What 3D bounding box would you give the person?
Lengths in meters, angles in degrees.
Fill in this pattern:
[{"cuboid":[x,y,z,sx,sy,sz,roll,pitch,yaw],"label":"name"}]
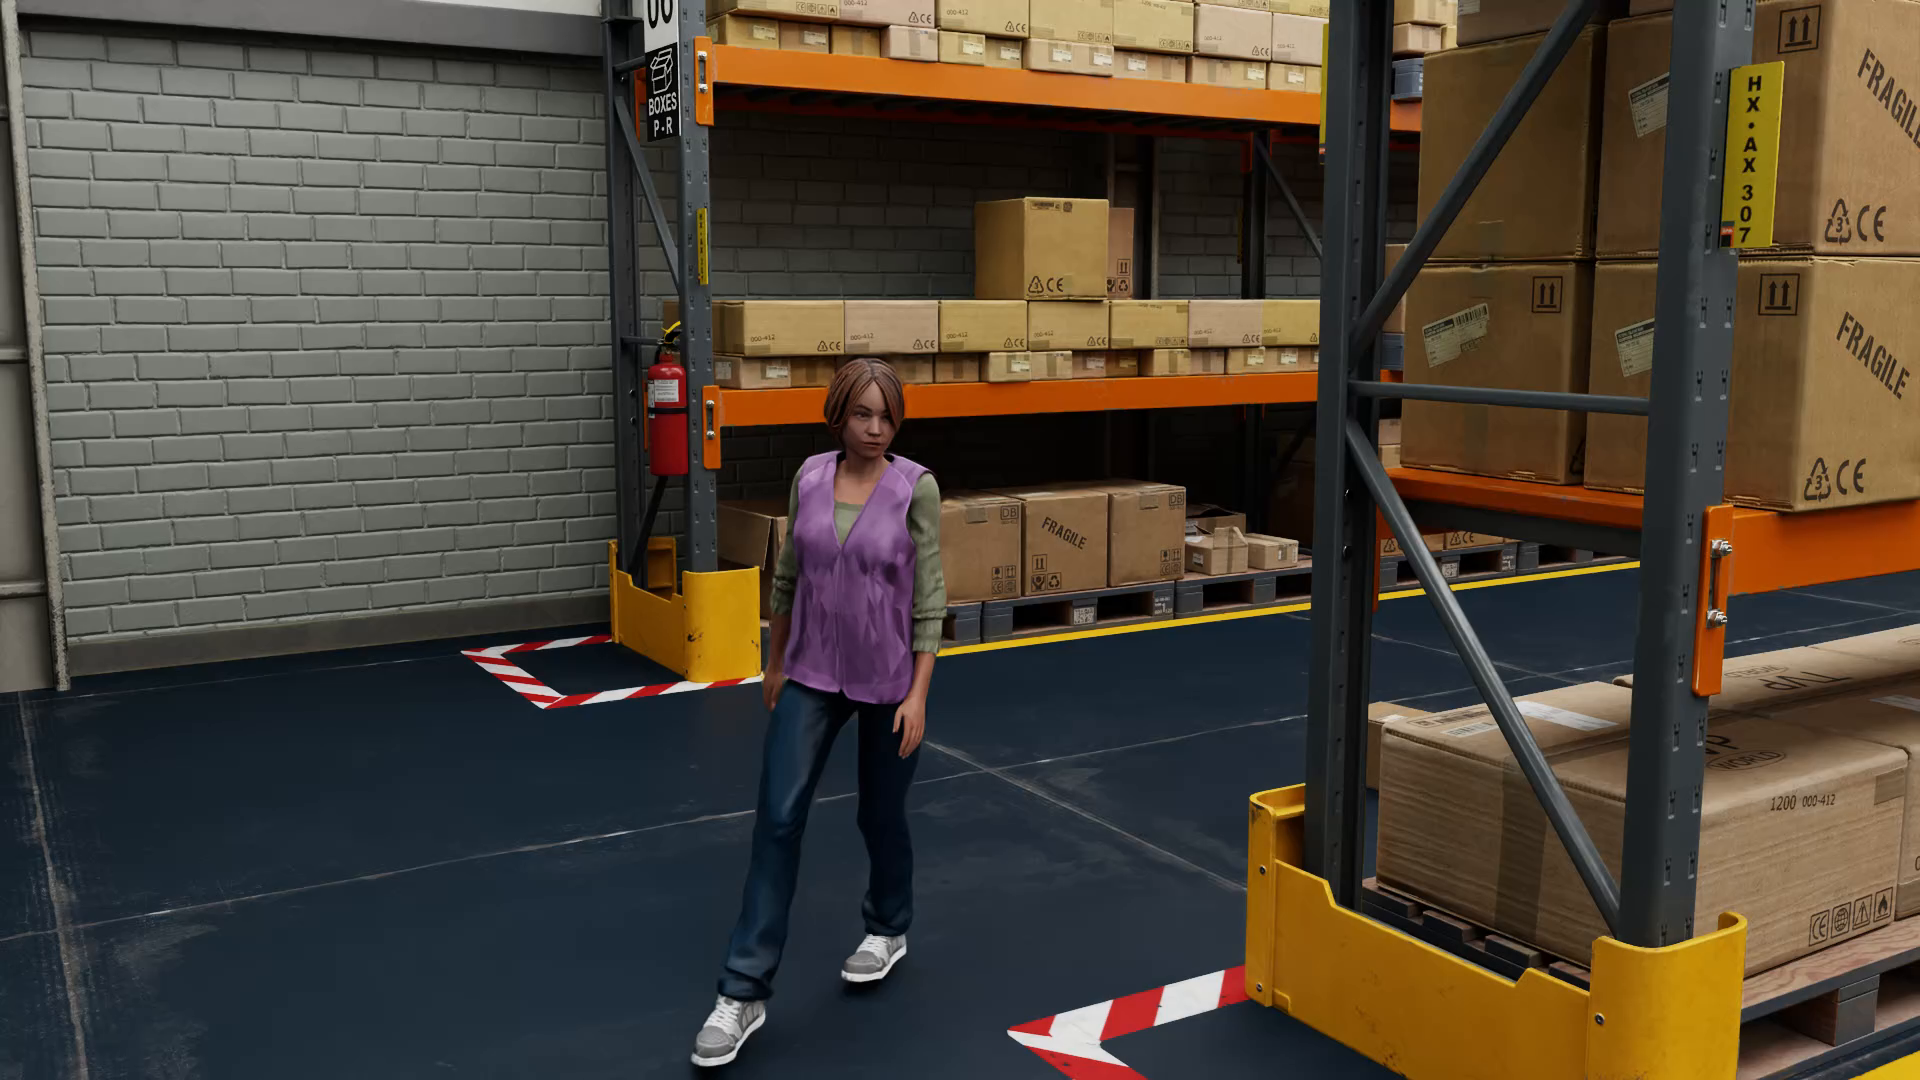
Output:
[{"cuboid":[-0.291,0.360,3.889,0.502,1.559,0.812,2,9,11],"label":"person"}]
